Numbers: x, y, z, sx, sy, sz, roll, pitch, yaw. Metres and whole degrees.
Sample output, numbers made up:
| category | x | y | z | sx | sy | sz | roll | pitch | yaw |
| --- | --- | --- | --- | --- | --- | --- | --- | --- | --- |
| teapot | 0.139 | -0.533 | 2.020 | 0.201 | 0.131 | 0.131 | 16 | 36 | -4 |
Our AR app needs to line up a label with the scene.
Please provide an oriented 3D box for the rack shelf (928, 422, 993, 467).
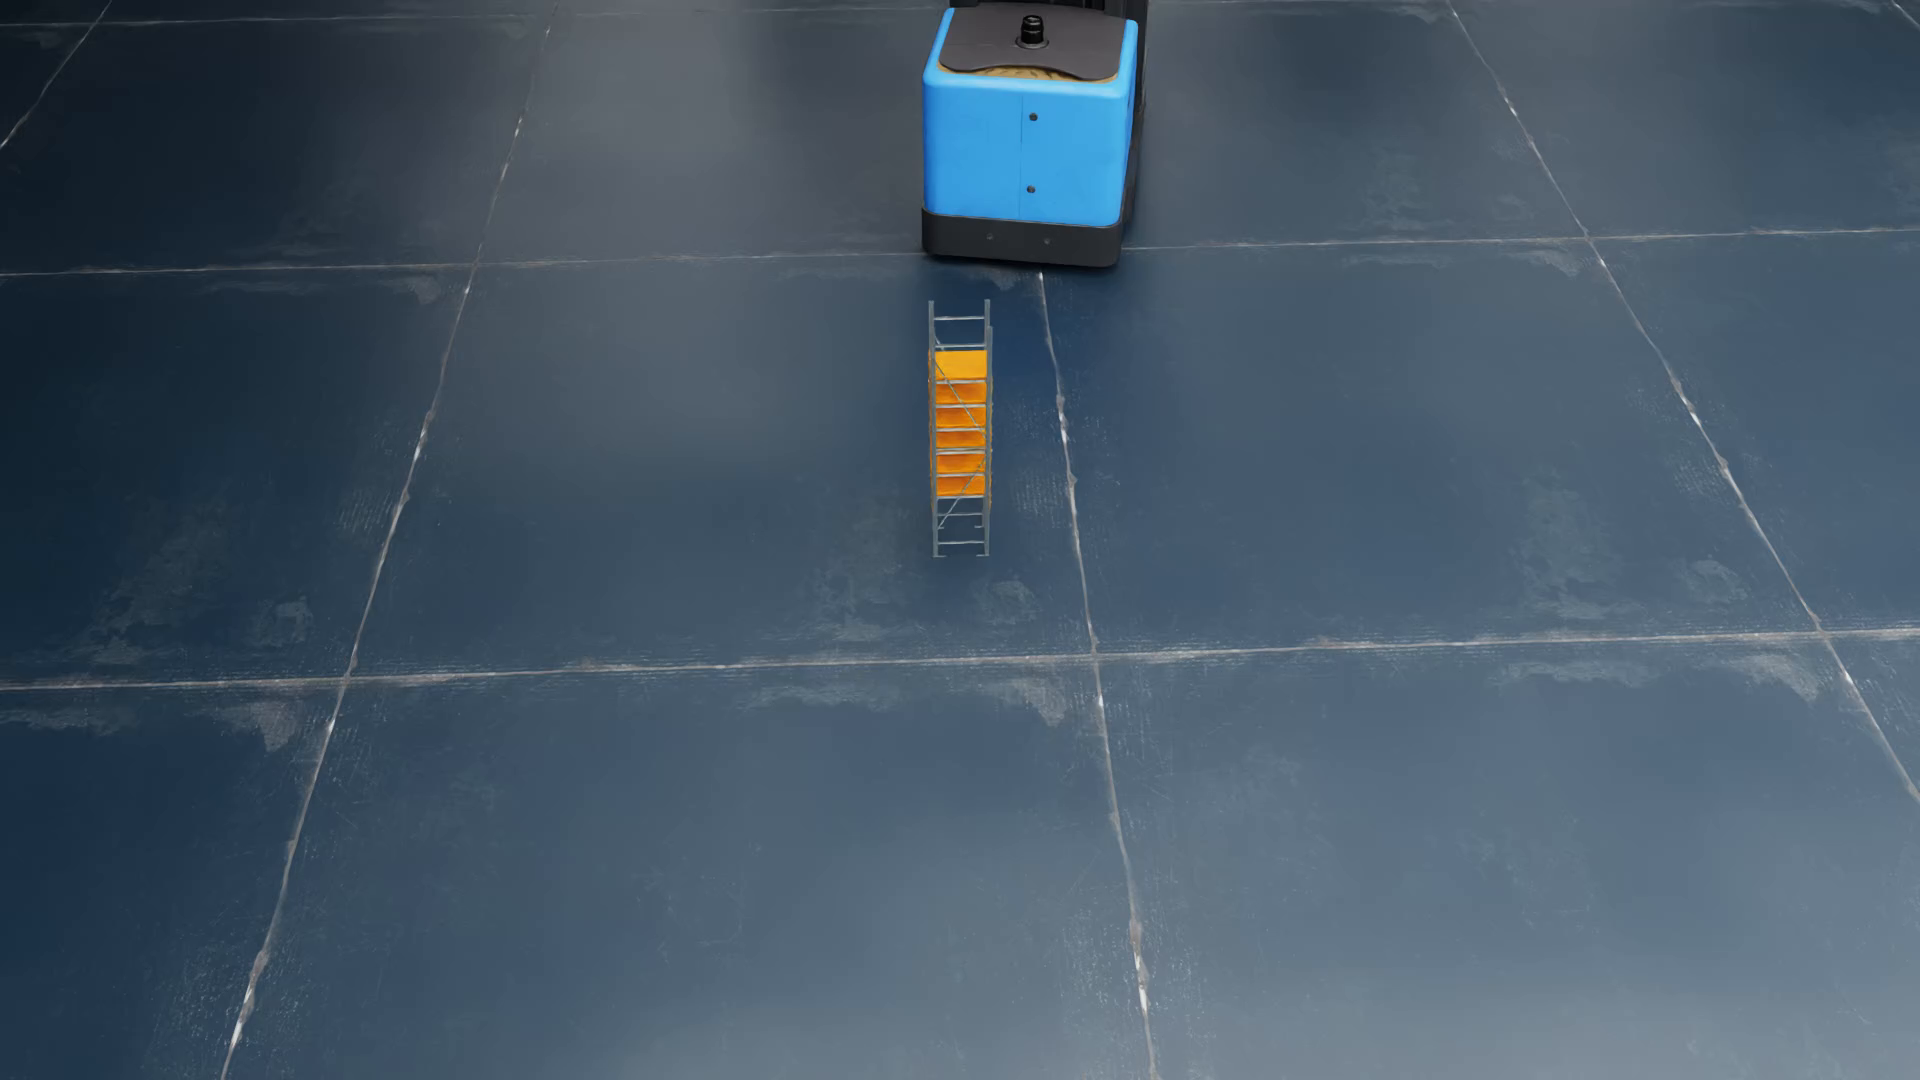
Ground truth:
| category | x | y | z | sx | sy | sz | roll | pitch | yaw |
| --- | --- | --- | --- | --- | --- | --- | --- | --- | --- |
| rack shelf | 0.001 | -0.400 | 6.864 | 0.258 | 0.103 | 0.180 | -2 | 43 | -2 |

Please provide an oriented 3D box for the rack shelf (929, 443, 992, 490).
| category | x | y | z | sx | sy | sz | roll | pitch | yaw |
| --- | --- | --- | --- | --- | --- | --- | --- | --- | --- |
| rack shelf | 0.001 | -0.311 | 6.945 | 0.258 | 0.103 | 0.180 | -2 | 43 | -2 |

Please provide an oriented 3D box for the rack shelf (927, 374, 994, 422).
| category | x | y | z | sx | sy | sz | roll | pitch | yaw |
| --- | --- | --- | --- | --- | --- | --- | --- | --- | --- |
| rack shelf | 0.001 | -0.577 | 6.702 | 0.258 | 0.103 | 0.180 | -2 | 43 | -2 |

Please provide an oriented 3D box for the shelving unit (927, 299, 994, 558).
| category | x | y | z | sx | sy | sz | roll | pitch | yaw |
| --- | --- | --- | --- | --- | --- | --- | --- | --- | --- |
| shelving unit | 0.001 | -0.433 | 6.834 | 0.258 | 1.200 | 0.189 | -2 | 43 | -2 |

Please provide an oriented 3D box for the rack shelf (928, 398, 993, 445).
| category | x | y | z | sx | sy | sz | roll | pitch | yaw |
| --- | --- | --- | --- | --- | --- | --- | --- | --- | --- |
| rack shelf | 0.001 | -0.488 | 6.783 | 0.258 | 0.103 | 0.180 | -2 | 43 | -2 |

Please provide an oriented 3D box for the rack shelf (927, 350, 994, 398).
| category | x | y | z | sx | sy | sz | roll | pitch | yaw |
| --- | --- | --- | --- | --- | --- | --- | --- | --- | --- |
| rack shelf | 0.001 | -0.665 | 6.621 | 0.258 | 0.103 | 0.180 | -2 | 43 | -2 |

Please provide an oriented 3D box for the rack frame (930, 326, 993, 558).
| category | x | y | z | sx | sy | sz | roll | pitch | yaw |
| --- | --- | --- | --- | --- | --- | --- | --- | --- | --- |
| rack frame | 0.005 | -0.371 | 6.767 | 0.240 | 1.200 | 0.006 | -2 | 43 | -2 |

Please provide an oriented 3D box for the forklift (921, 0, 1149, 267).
| category | x | y | z | sx | sy | sz | roll | pitch | yaw |
| --- | --- | --- | --- | --- | --- | --- | --- | --- | --- |
| forklift | 0.522 | -3.508 | 8.908 | 1.130 | 2.935 | 3.031 | 6 | 43 | 6 |

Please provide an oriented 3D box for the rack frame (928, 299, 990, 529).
| category | x | y | z | sx | sy | sz | roll | pitch | yaw |
| --- | --- | --- | --- | --- | --- | --- | --- | --- | --- |
| rack frame | -0.003 | -0.494 | 6.901 | 0.240 | 1.200 | 0.006 | -2 | 43 | -2 |

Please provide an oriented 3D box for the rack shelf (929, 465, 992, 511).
| category | x | y | z | sx | sy | sz | roll | pitch | yaw |
| --- | --- | --- | --- | --- | --- | --- | --- | --- | --- |
| rack shelf | 0.001 | -0.223 | 7.026 | 0.258 | 0.103 | 0.180 | -2 | 43 | -2 |
